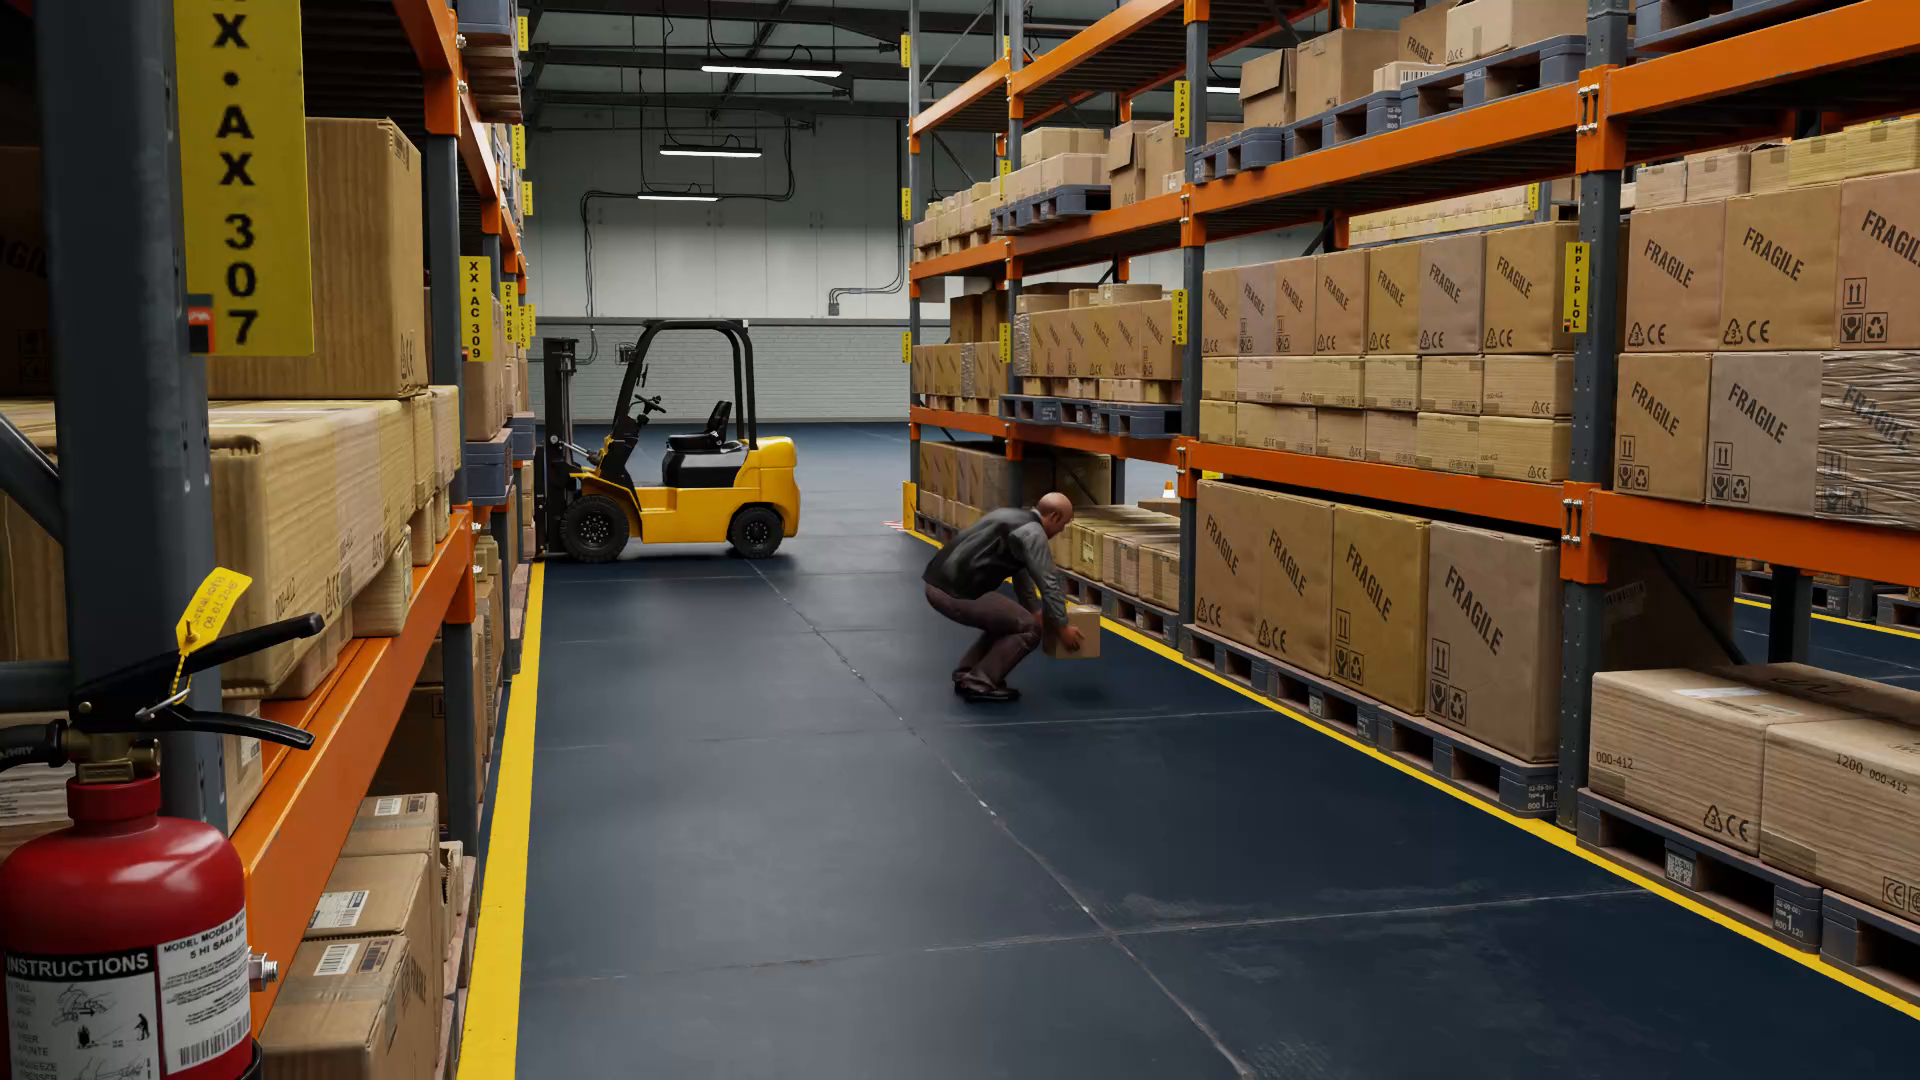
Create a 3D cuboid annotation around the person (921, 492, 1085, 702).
[{"bbox_3d":[0.211,0.294,8.884,0.830,1.073,0.556,-1,6,-14],"label":"person"}]
